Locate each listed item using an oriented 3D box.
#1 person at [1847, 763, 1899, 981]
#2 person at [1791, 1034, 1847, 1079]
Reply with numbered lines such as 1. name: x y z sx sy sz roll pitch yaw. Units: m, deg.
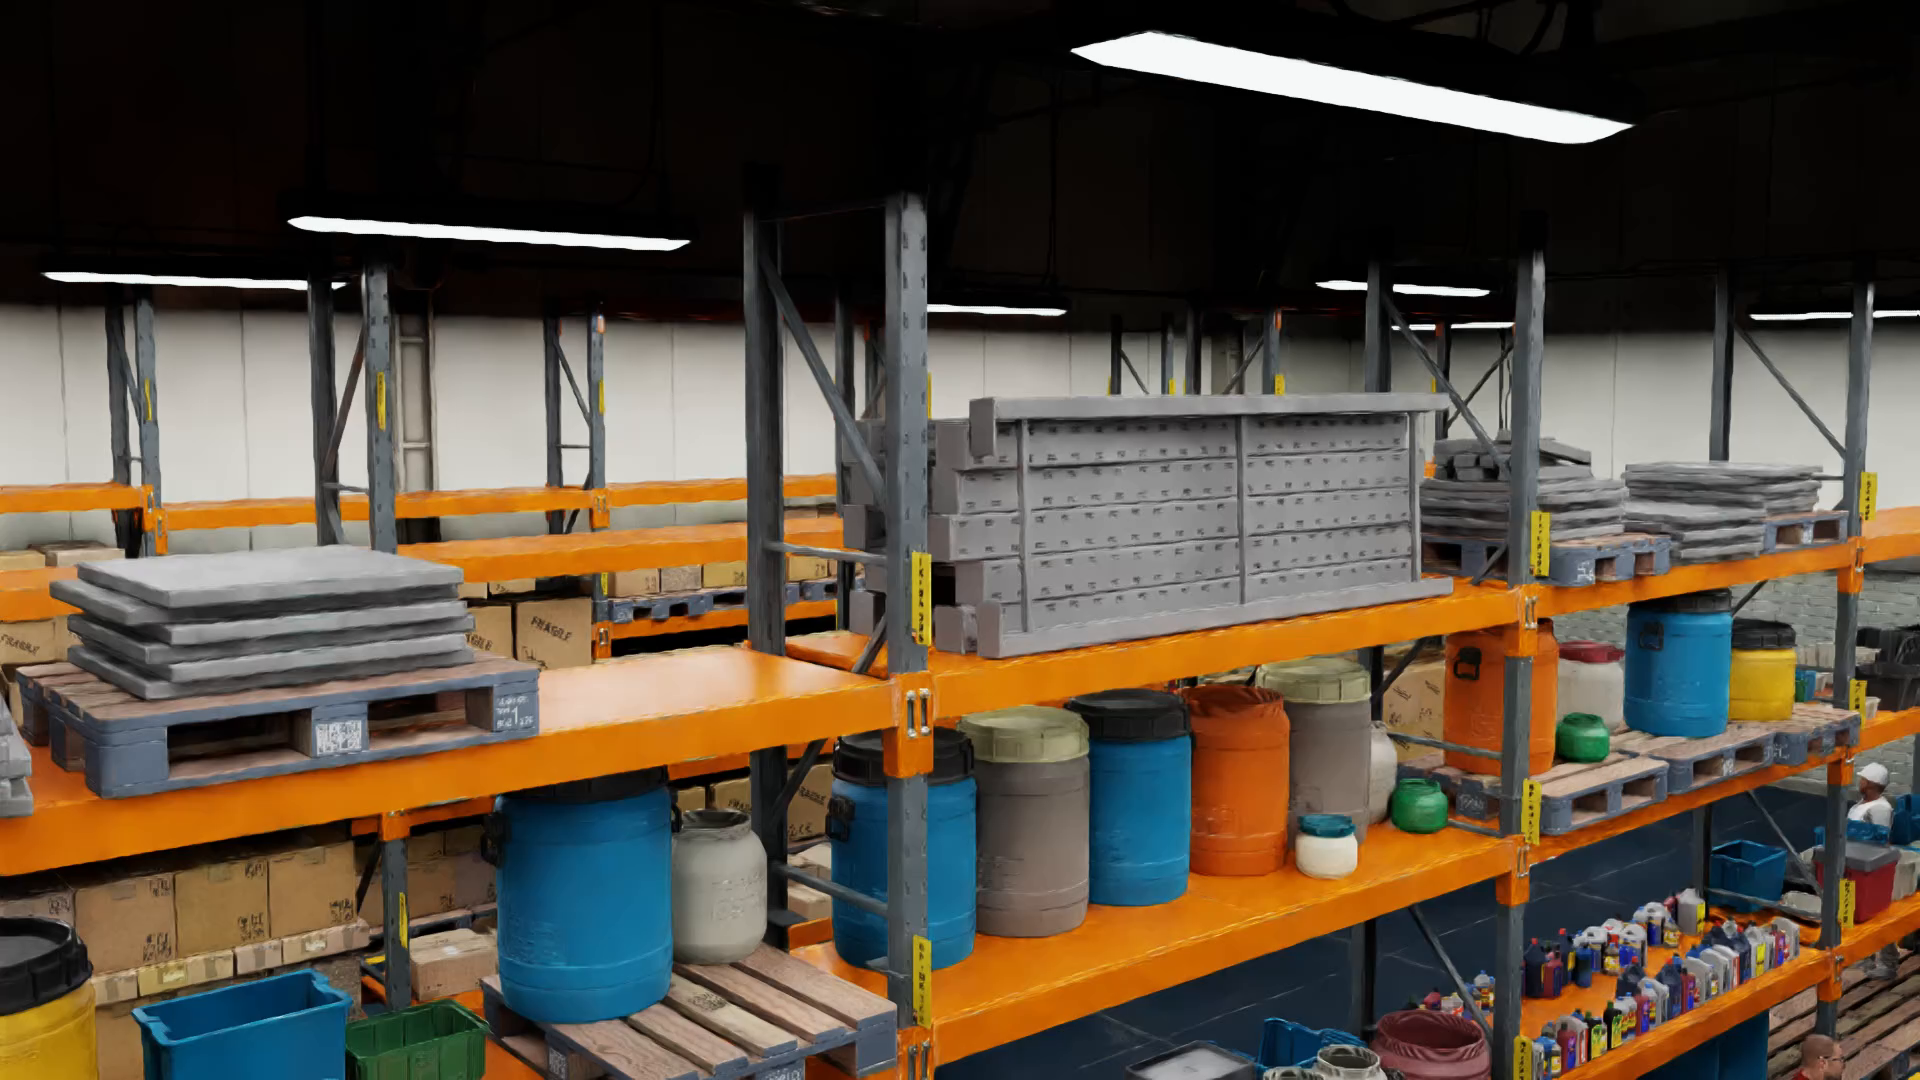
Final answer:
1. person: 7.641 2.748 13.937 0.431 1.760 0.596 2 6 20
2. person: 4.530 3.445 8.774 0.407 1.733 0.648 3 6 29
